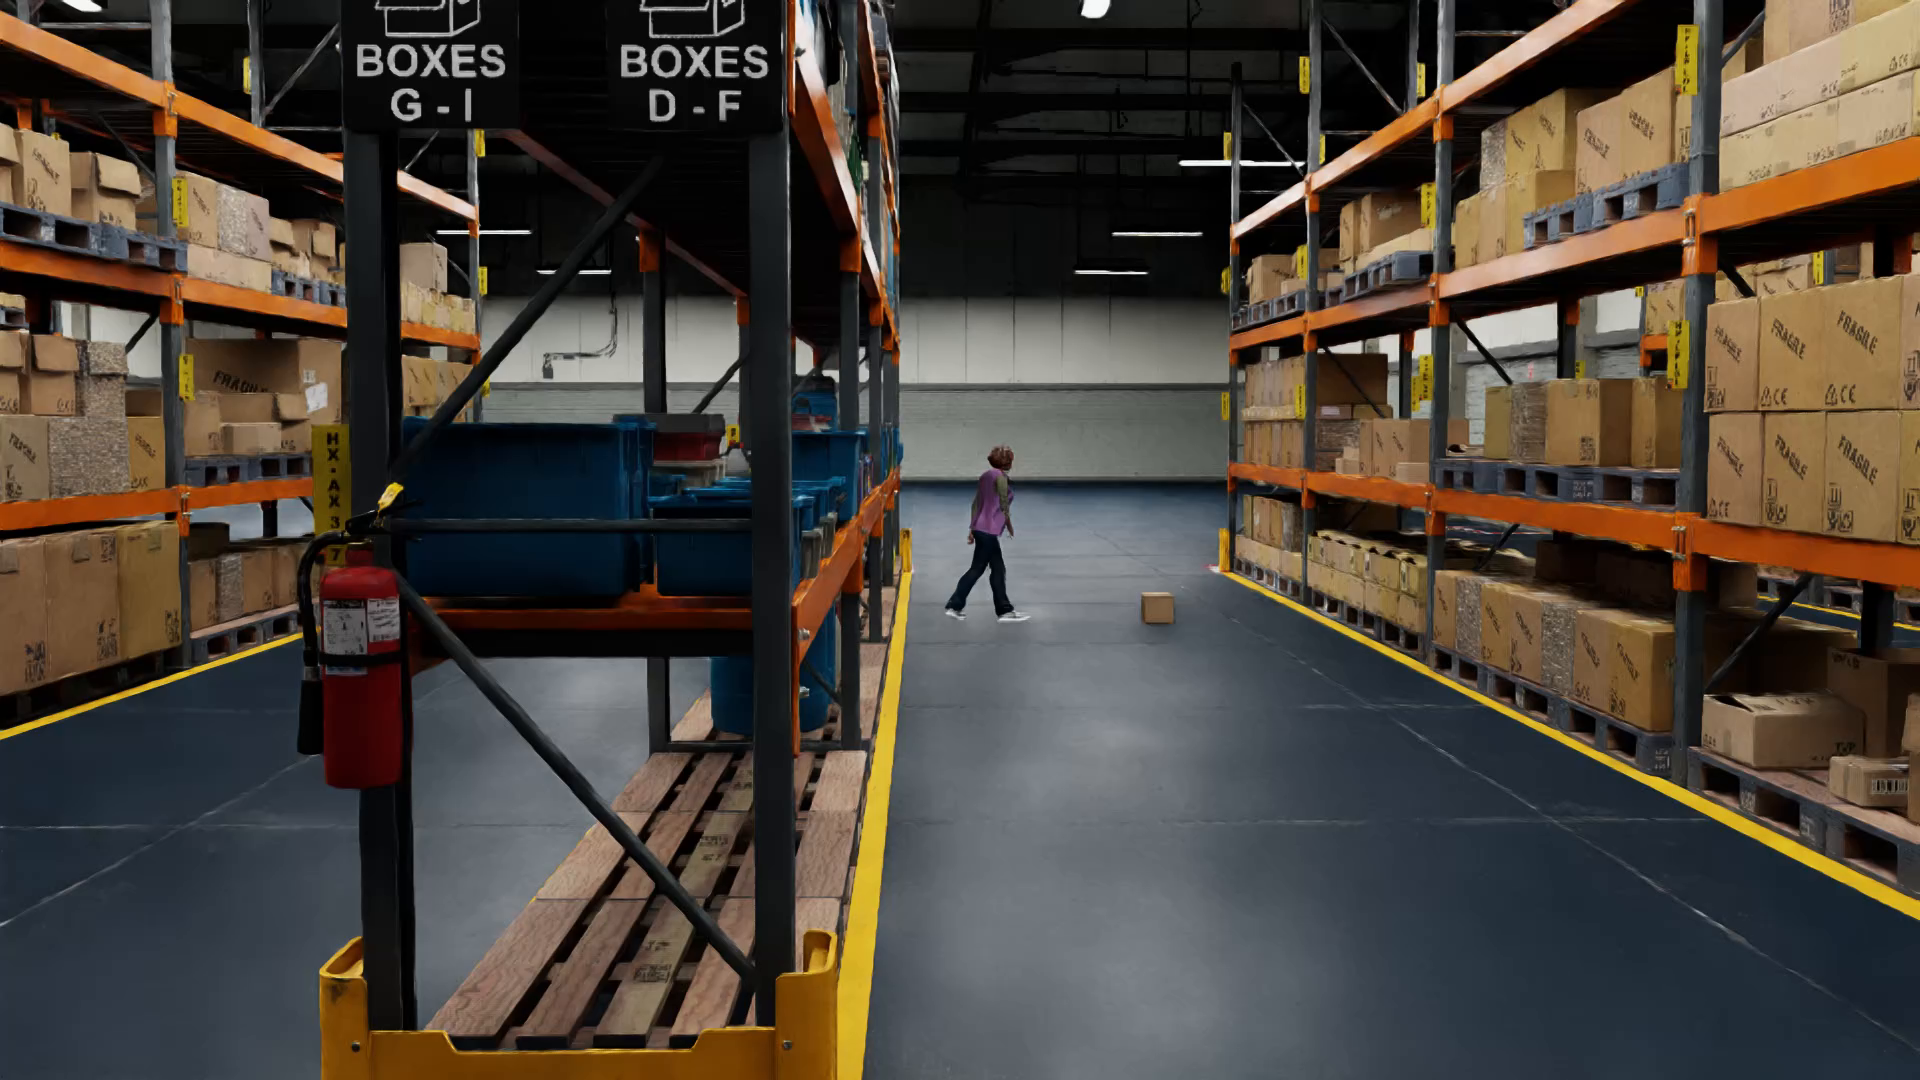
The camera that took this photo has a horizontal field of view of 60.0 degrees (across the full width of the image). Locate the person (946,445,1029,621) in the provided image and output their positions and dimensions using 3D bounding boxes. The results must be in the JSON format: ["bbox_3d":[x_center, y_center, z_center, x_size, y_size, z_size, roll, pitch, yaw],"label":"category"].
[{"bbox_3d":[0.231,-0.054,14.679,0.764,1.552,0.415,-1,4,-13],"label":"person"}]
